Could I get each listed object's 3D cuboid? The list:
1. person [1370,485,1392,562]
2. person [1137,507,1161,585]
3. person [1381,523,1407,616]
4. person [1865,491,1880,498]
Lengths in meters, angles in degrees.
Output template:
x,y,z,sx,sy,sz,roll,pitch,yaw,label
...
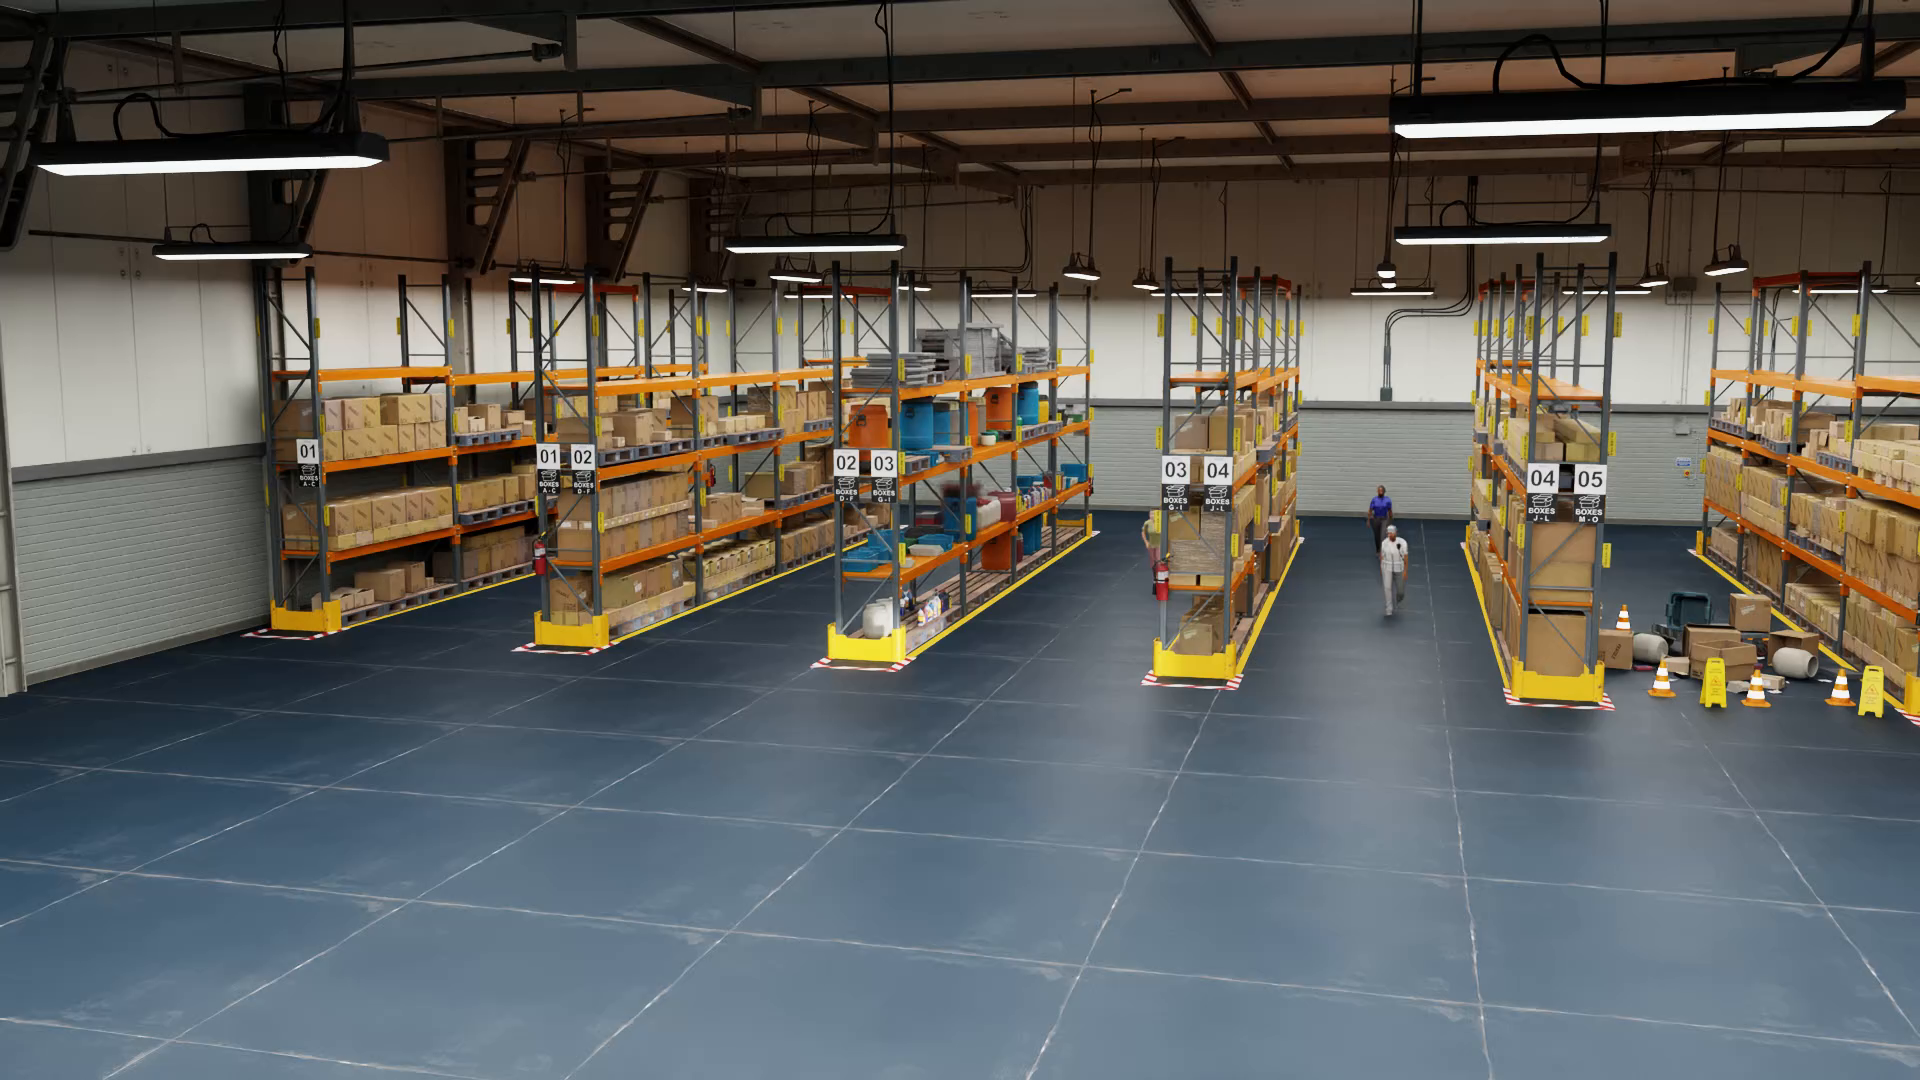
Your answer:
x,y,z,sx,sy,sz,roll,pitch,yaw,label
9.074,-0.373,35.872,0.459,1.635,0.712,2,8,18,person
3.710,0.133,31.928,0.619,1.591,0.988,2,8,16,person
7.620,0.504,29.253,0.460,1.611,0.684,5,9,35,person
19.557,-0.376,35.613,0.466,1.743,1.073,-6,9,-37,person
